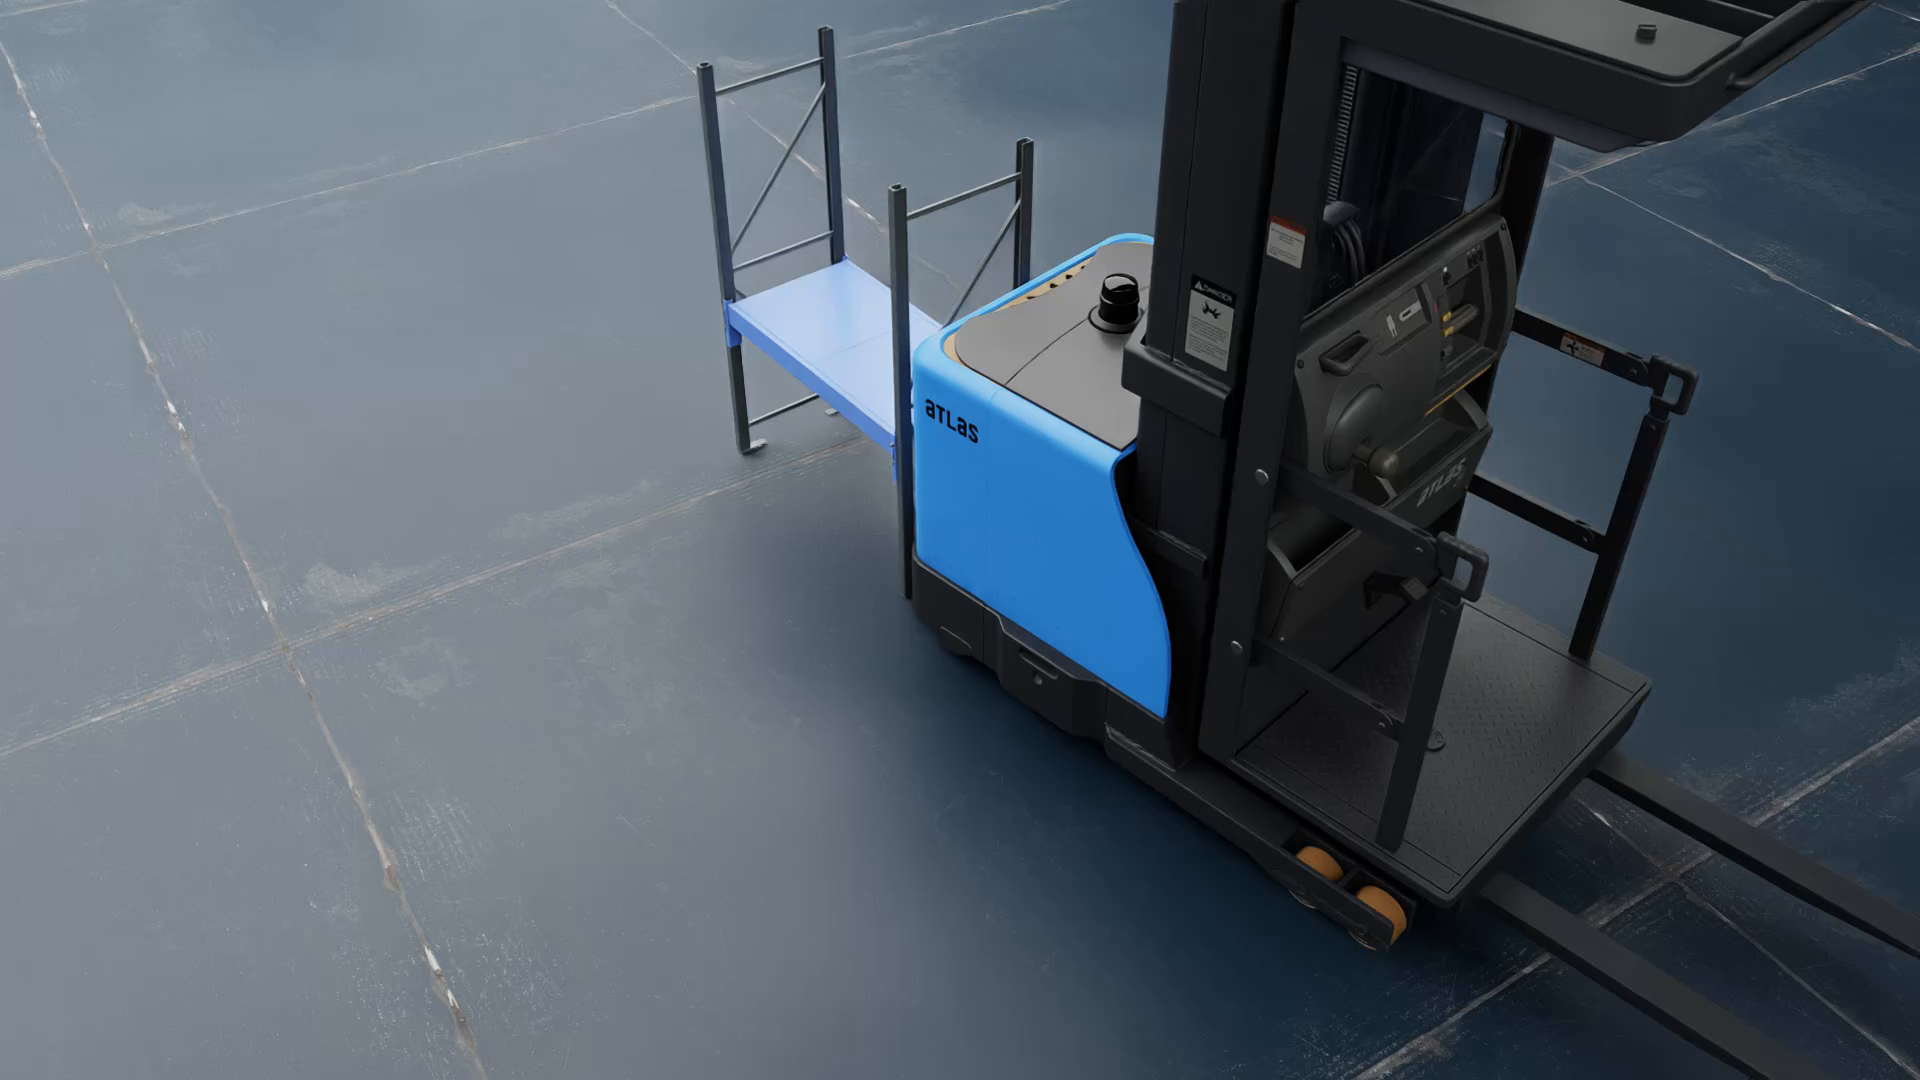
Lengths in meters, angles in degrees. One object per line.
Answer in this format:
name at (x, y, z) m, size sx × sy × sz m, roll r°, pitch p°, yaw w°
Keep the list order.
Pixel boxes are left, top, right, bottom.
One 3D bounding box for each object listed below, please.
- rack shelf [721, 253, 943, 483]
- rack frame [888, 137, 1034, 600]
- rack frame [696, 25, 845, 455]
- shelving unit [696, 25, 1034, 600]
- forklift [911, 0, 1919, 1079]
rack shelf at (-0.305, -0.602, 5.582) m, size 0.538 × 0.185 × 1.000 m, roll -27°, pitch 47°, yaw -28°
rack frame at (0.007, -0.483, 5.159) m, size 0.500 × 1.500 × 0.032 m, roll -27°, pitch 47°, yaw -28°
rack frame at (-0.618, -0.997, 5.775) m, size 0.500 × 1.500 × 0.032 m, roll -27°, pitch 47°, yaw -28°
shelving unit at (-0.305, -0.740, 5.467) m, size 0.538 × 1.500 × 1.048 m, roll -27°, pitch 47°, yaw -28°
forklift at (1.251, -0.415, 3.958) m, size 3.031 × 2.935 × 1.130 m, roll 32°, pitch 49°, yaw 33°
